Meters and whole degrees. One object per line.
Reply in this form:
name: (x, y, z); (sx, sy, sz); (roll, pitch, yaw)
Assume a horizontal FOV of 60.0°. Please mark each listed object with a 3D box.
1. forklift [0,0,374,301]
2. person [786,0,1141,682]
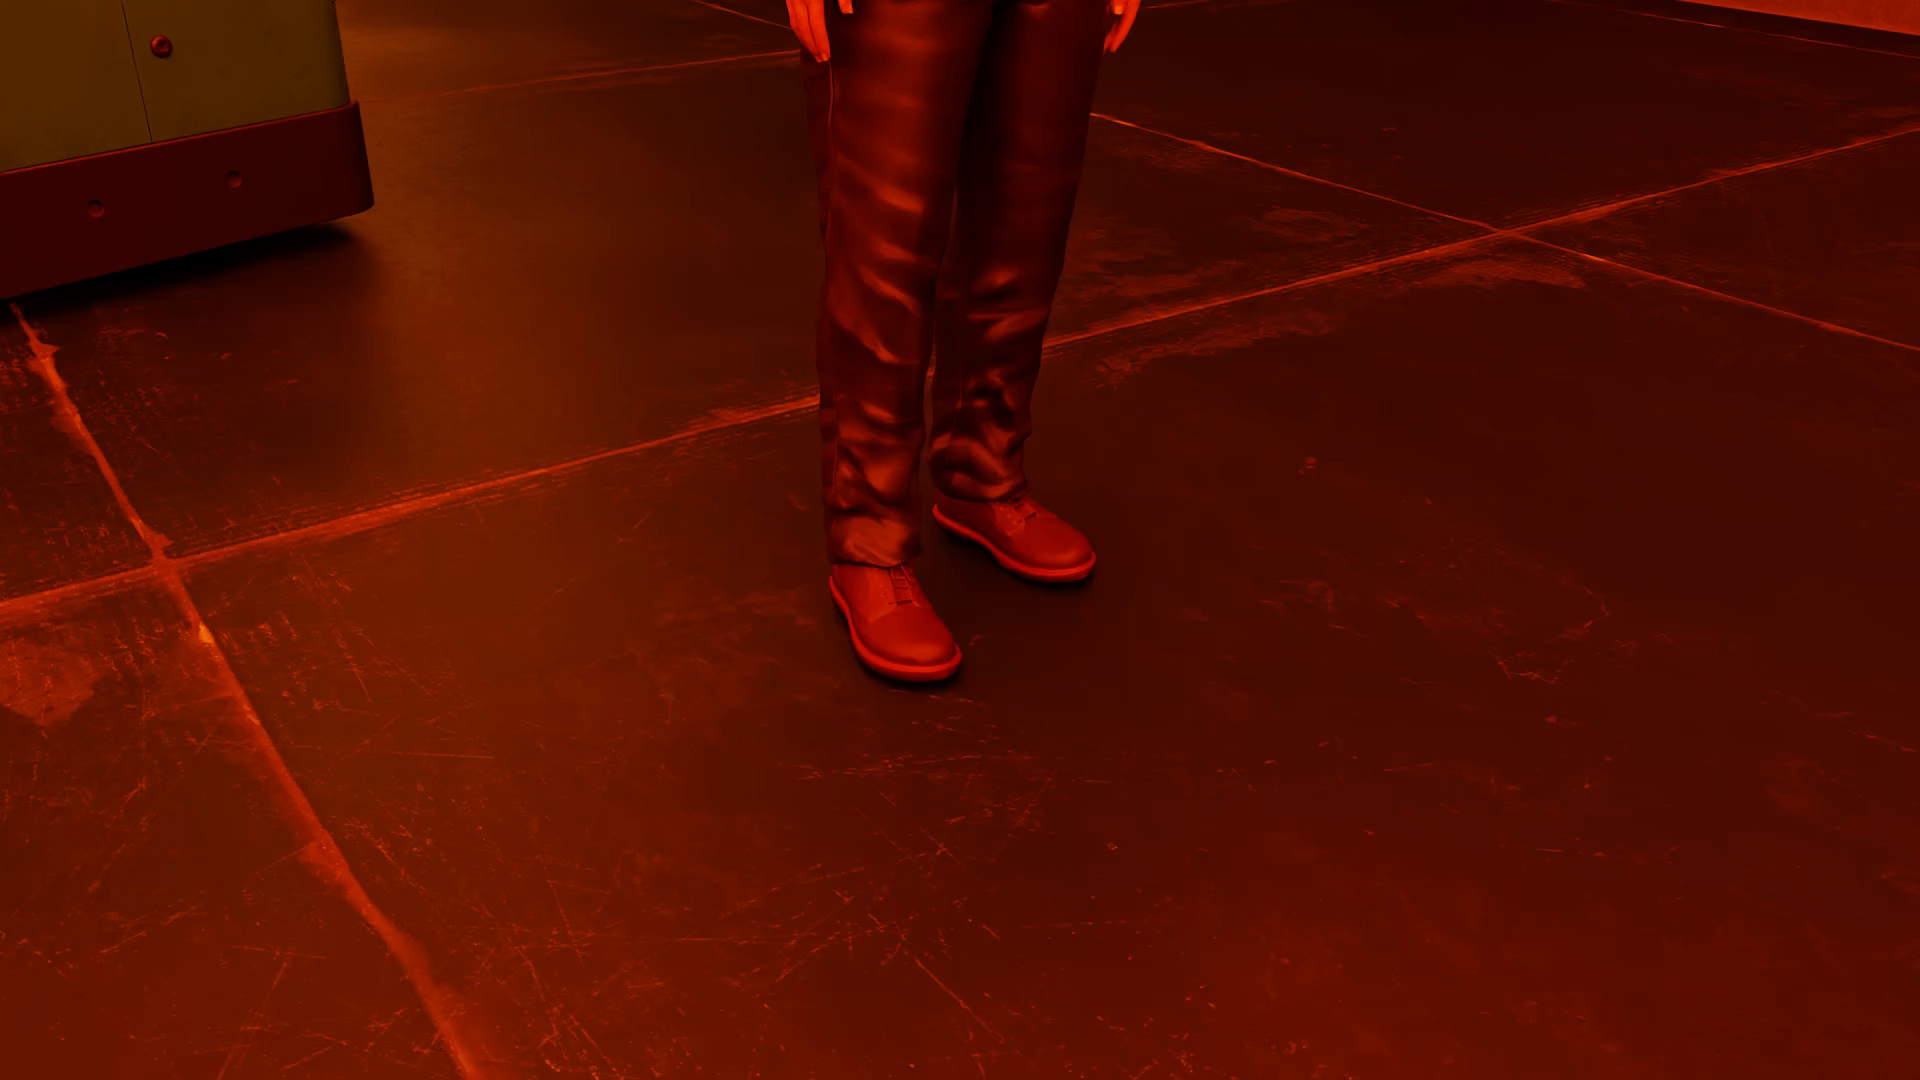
forklift: (-2.842, -2.272, 3.761); (3.031, 2.935, 1.130); (20, 33, 34)
person: (0.032, -0.705, 2.050); (0.598, 1.651, 0.503); (-17, 31, -31)
